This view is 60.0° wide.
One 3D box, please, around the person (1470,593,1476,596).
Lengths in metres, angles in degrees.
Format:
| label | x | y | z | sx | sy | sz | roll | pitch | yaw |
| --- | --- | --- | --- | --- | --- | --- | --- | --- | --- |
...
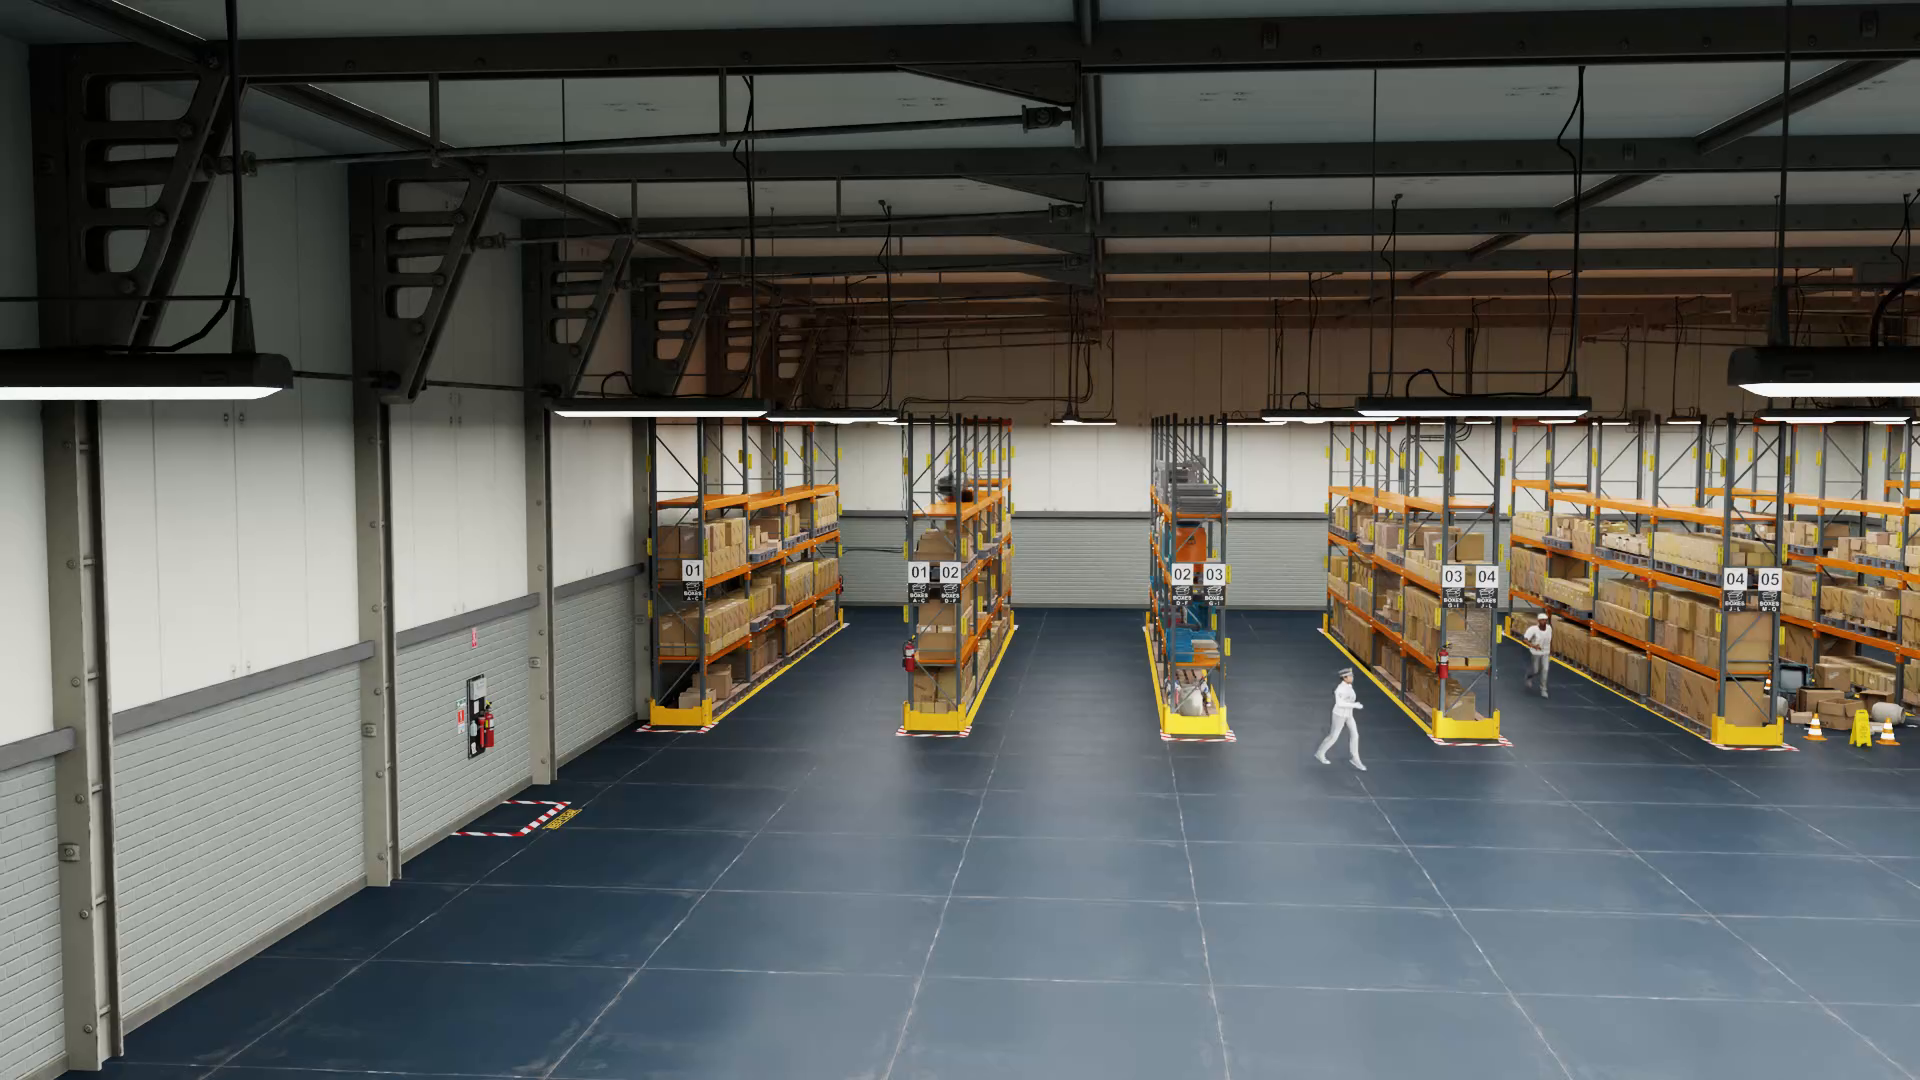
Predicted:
| label | x | y | z | sx | sy | sz | roll | pitch | yaw |
| --- | --- | --- | --- | --- | --- | --- | --- | --- | --- |
| person | 13.980 | 1.785 | 45.851 | 0.700 | 1.707 | 0.543 | 1 | 4 | 18 |

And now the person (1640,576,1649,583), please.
| label | x | y | z | sx | sy | sz | roll | pitch | yaw |
| --- | --- | --- | --- | --- | --- | --- | --- | --- | --- |
| person | 19.276 | 1.682 | 47.061 | 0.949 | 1.744 | 0.659 | 0 | 4 | 6 |

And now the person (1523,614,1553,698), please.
| label | x | y | z | sx | sy | sz | roll | pitch | yaw |
| --- | --- | --- | --- | --- | --- | --- | --- | --- | --- |
| person | 12.440 | 2.442 | 35.722 | 0.725 | 1.757 | 0.983 | 0 | 4 | -7 |

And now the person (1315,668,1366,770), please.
| label | x | y | z | sx | sy | sz | roll | pitch | yaw |
| --- | --- | --- | --- | --- | --- | --- | --- | --- | --- |
| person | 6.407 | 2.992 | 27.989 | 0.855 | 1.724 | 0.564 | 3 | 5 | 39 |
